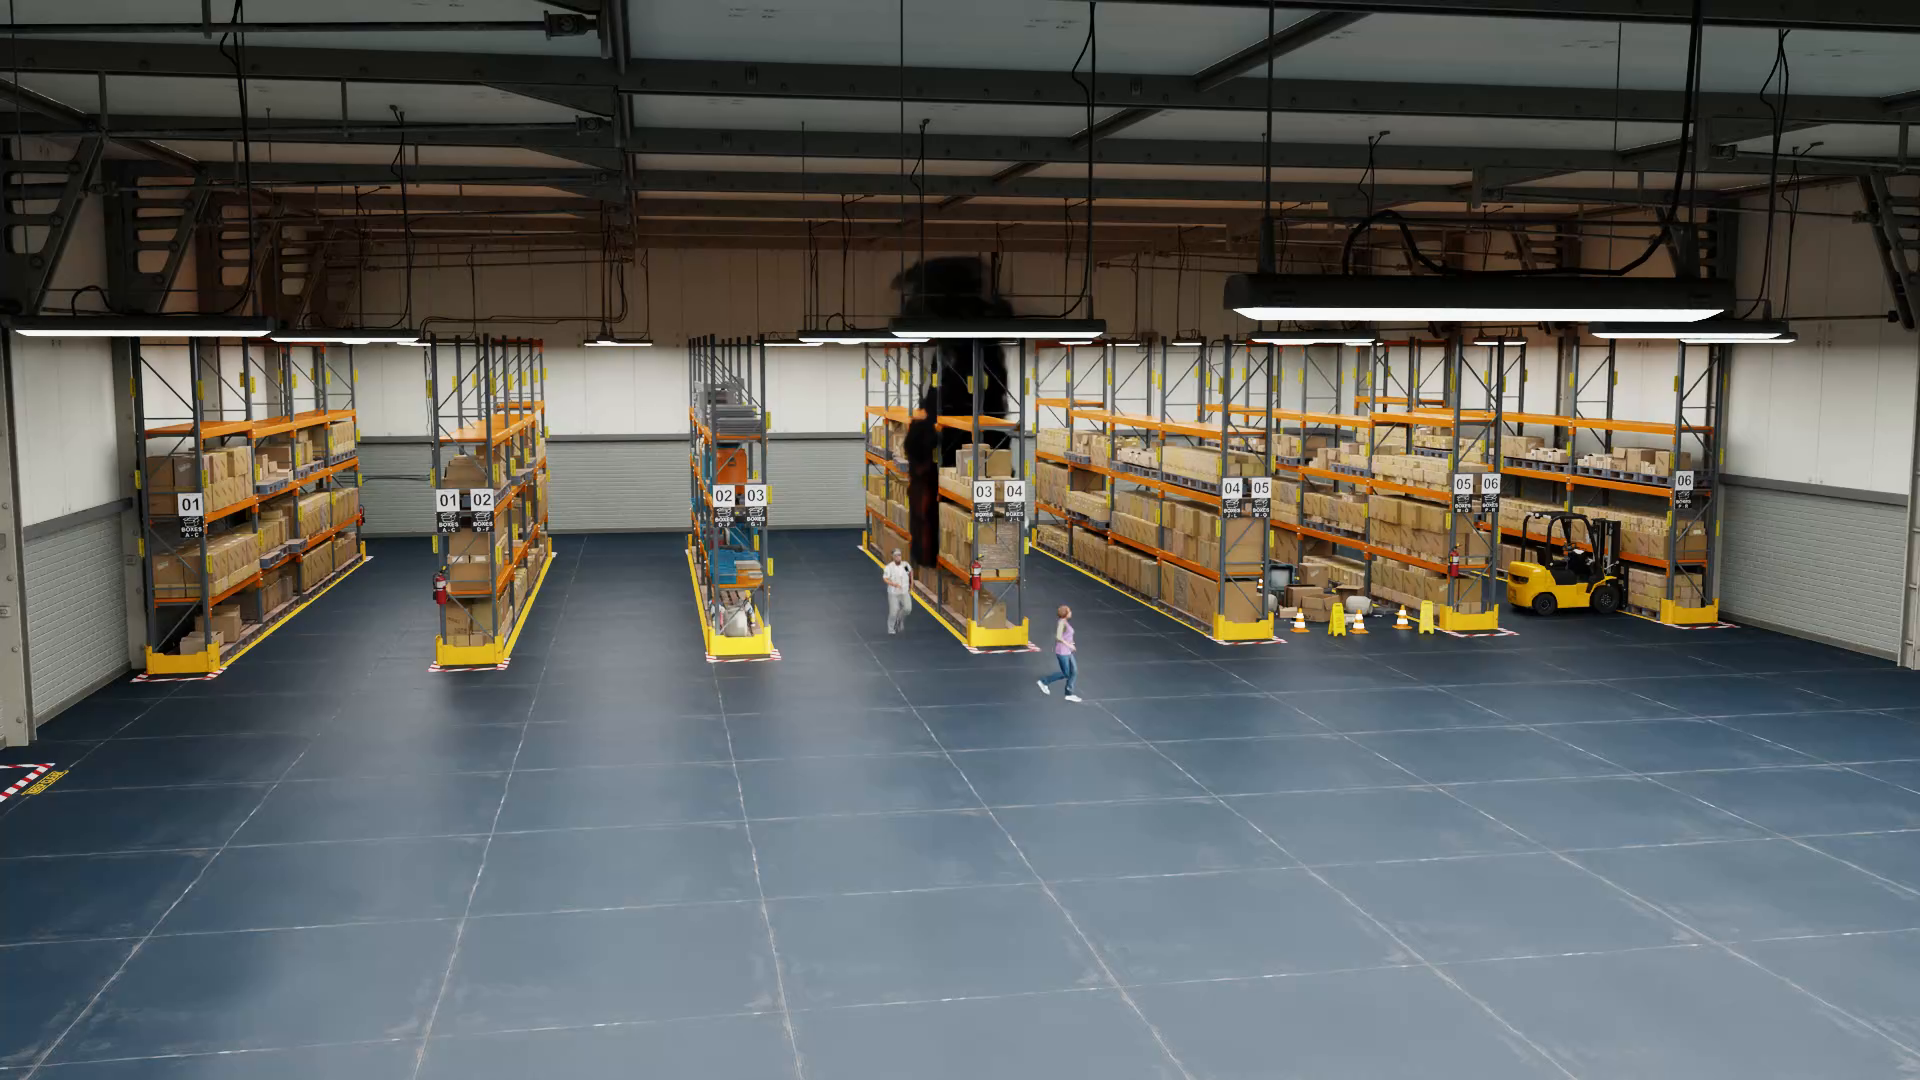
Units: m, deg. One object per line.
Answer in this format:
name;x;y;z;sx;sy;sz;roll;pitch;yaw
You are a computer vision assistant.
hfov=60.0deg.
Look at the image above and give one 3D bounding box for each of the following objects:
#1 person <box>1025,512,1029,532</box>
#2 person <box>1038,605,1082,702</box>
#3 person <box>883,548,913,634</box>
person;1.584;-0.248;44.939;0.555;1.654;0.569;-1;7;-6
person;1.635;1.850;27.140;0.718;1.583;0.546;1;7;12
person;-1.193;1.016;32.870;0.687;1.738;0.769;-2;7;-19
